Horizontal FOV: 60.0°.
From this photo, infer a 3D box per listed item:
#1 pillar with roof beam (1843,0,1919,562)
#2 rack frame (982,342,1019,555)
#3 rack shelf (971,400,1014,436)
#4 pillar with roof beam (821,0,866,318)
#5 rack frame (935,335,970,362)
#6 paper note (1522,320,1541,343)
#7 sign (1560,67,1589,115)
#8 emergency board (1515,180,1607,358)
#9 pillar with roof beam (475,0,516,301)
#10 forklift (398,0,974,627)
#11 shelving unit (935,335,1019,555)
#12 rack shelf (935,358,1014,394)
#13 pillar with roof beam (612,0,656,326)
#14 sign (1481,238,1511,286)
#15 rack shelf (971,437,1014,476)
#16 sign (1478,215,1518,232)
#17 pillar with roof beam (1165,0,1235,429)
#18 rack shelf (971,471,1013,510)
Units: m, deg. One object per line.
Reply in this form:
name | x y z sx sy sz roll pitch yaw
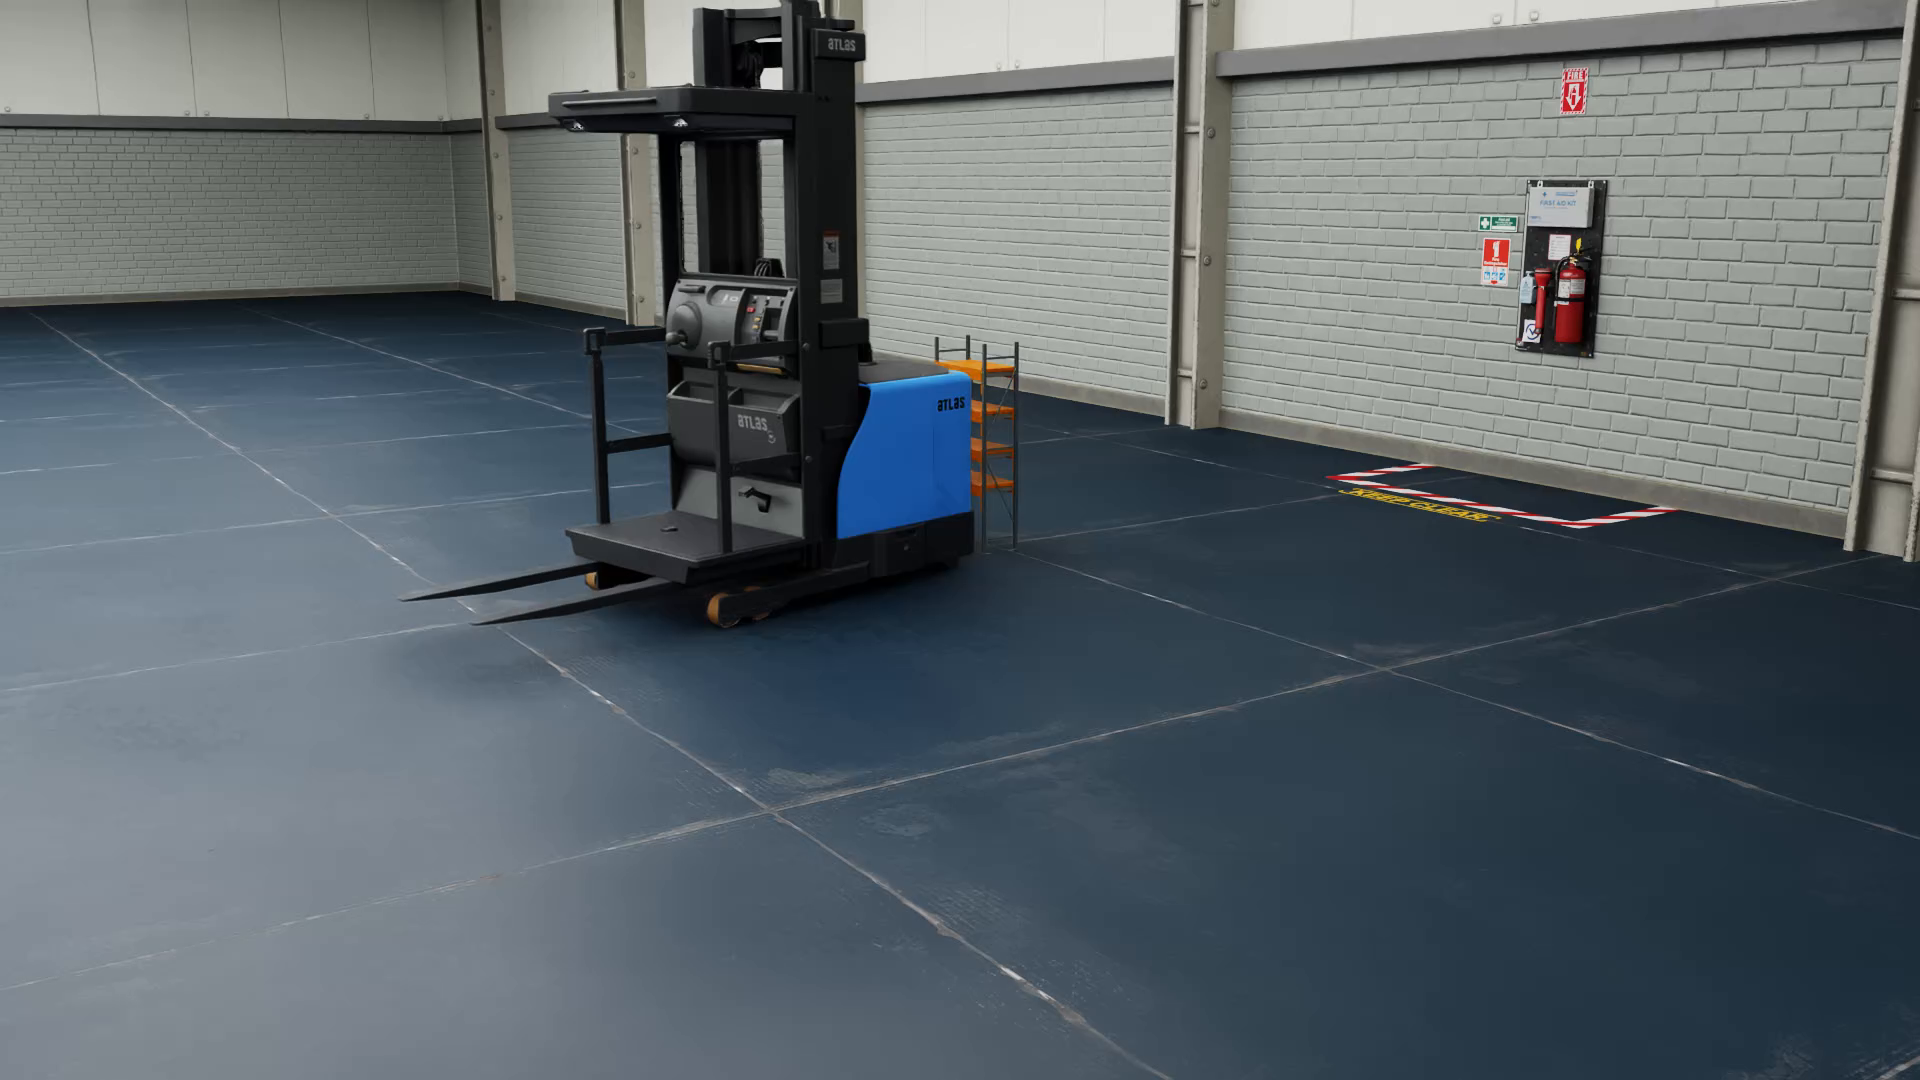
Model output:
pillar with roof beam | 1.757 -3.815 6.243 9.100 9.000 0.400 -8 15 -33
rack frame | 0.227 -0.513 9.401 0.240 1.200 0.015 -8 15 -33
rack shelf | 0.092 -0.710 9.566 0.258 0.148 0.480 -8 15 -33
pillar with roof beam | -4.891 -5.949 16.002 9.100 9.000 0.400 -8 15 -33
rack frame | -0.043 -0.600 9.797 0.240 1.200 0.015 -8 15 -33
paper note | 3.963 -1.447 11.520 0.016 0.148 0.142 -8 15 -33
sign | 4.082 -2.984 11.057 0.001 0.298 0.199 -8 15 -33
emergency board | 4.004 -1.838 11.245 0.194 1.169 0.643 -8 15 -33
pillar with roof beam | -11.540 -8.083 25.762 9.100 9.000 0.400 -8 15 -33
forklift | -1.296 -1.136 8.195 1.130 2.935 3.031 11 17 42
shelving unit | 0.092 -0.557 9.599 0.258 1.200 0.503 -8 15 -33
rack shelf | 0.092 -0.941 9.515 0.258 0.148 0.480 -8 15 -33
pillar with roof beam | -8.215 -7.016 20.882 9.100 9.000 0.400 -8 15 -33
sign | 3.783 -1.966 11.746 0.001 0.329 0.234 -8 15 -33
rack shelf | 0.092 -0.491 9.613 0.258 0.148 0.480 -8 15 -33
sign | 3.778 -2.223 11.681 0.001 0.109 0.331 -8 15 -33
pillar with roof beam | -1.567 -4.882 11.123 9.100 9.000 0.400 -8 15 -33
rack shelf | 0.092 -0.297 9.656 0.258 0.148 0.480 -8 15 -33
